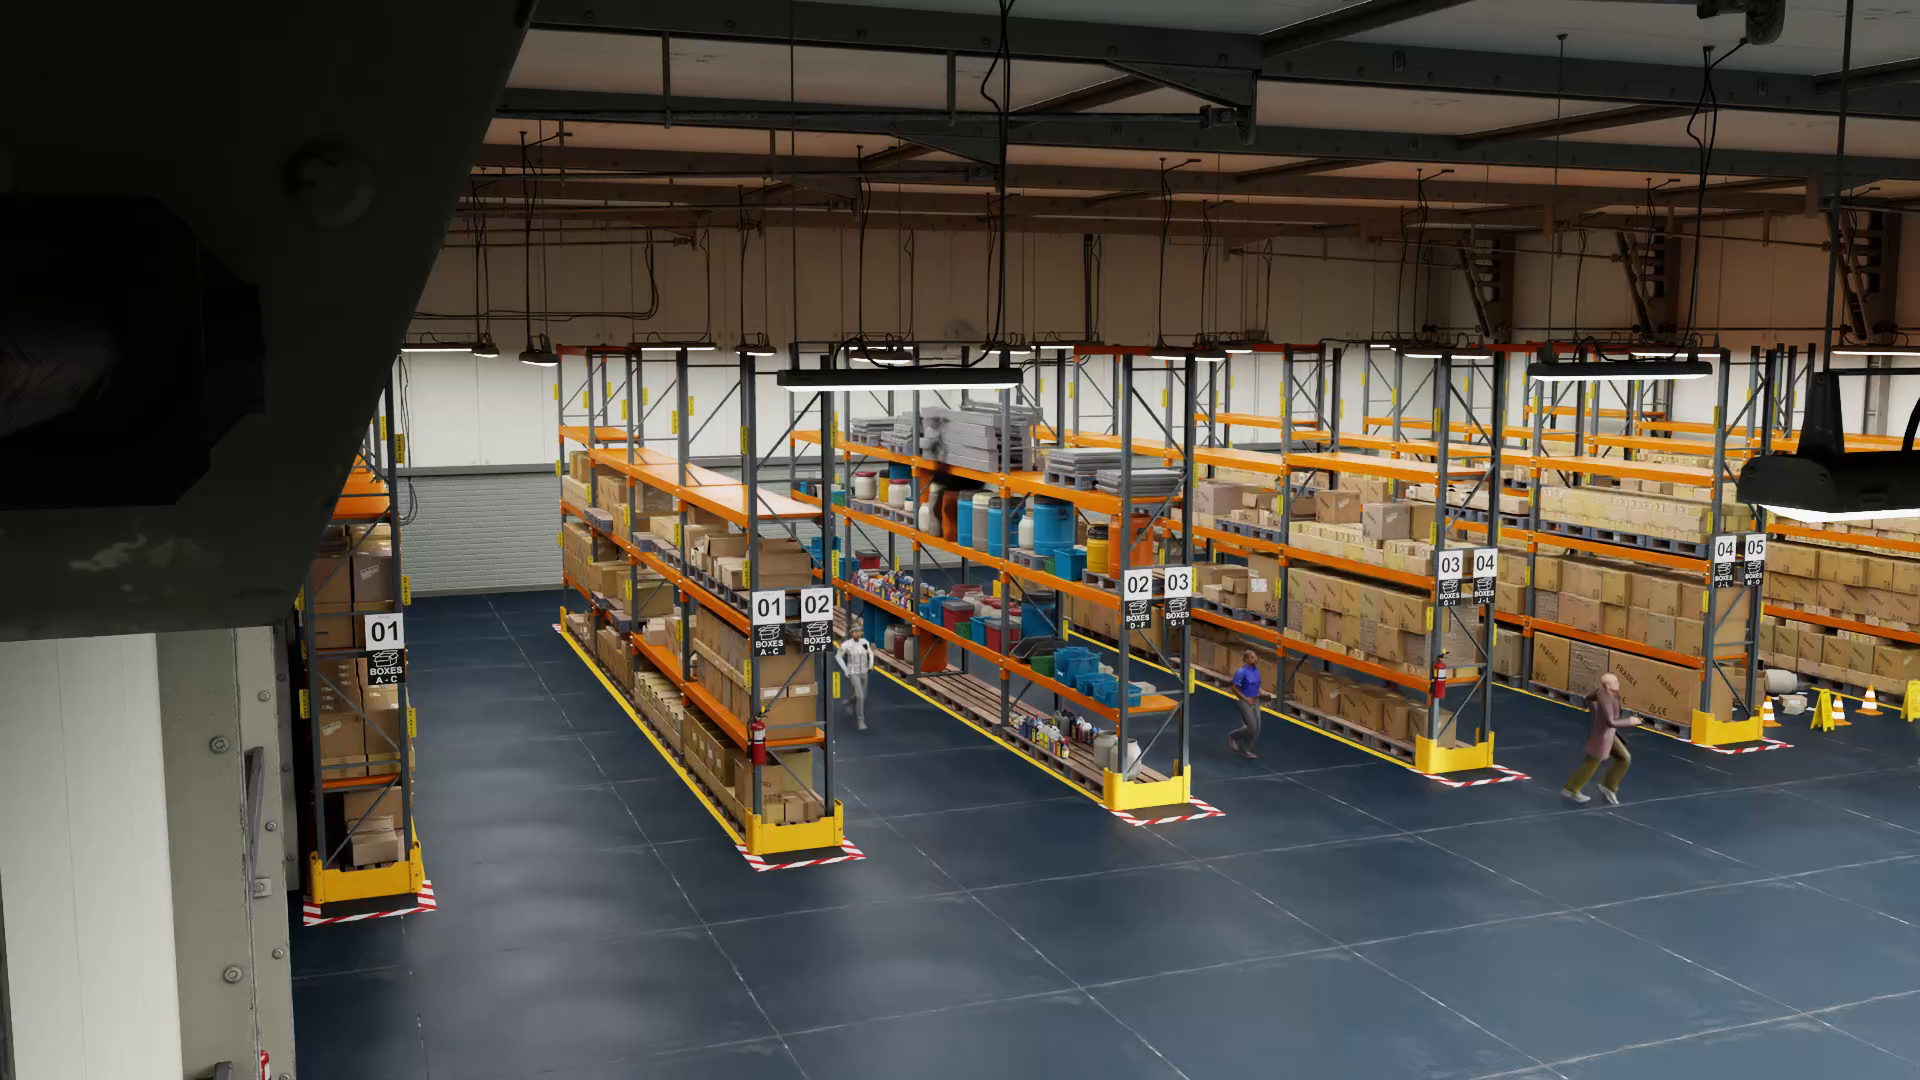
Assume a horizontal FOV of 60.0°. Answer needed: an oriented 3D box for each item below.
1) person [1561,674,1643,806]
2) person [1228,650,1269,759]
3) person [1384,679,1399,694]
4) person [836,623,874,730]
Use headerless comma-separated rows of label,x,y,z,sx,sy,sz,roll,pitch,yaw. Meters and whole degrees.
person,8.549,2.651,22.116,0.959,1.801,0.729,3,8,25
person,4.268,2.419,24.596,0.557,1.607,0.550,-7,10,-43
person,7.694,1.863,28.997,0.575,1.681,0.681,-4,8,-30
person,-1.664,2.146,26.598,0.620,1.708,0.734,-4,8,-29
